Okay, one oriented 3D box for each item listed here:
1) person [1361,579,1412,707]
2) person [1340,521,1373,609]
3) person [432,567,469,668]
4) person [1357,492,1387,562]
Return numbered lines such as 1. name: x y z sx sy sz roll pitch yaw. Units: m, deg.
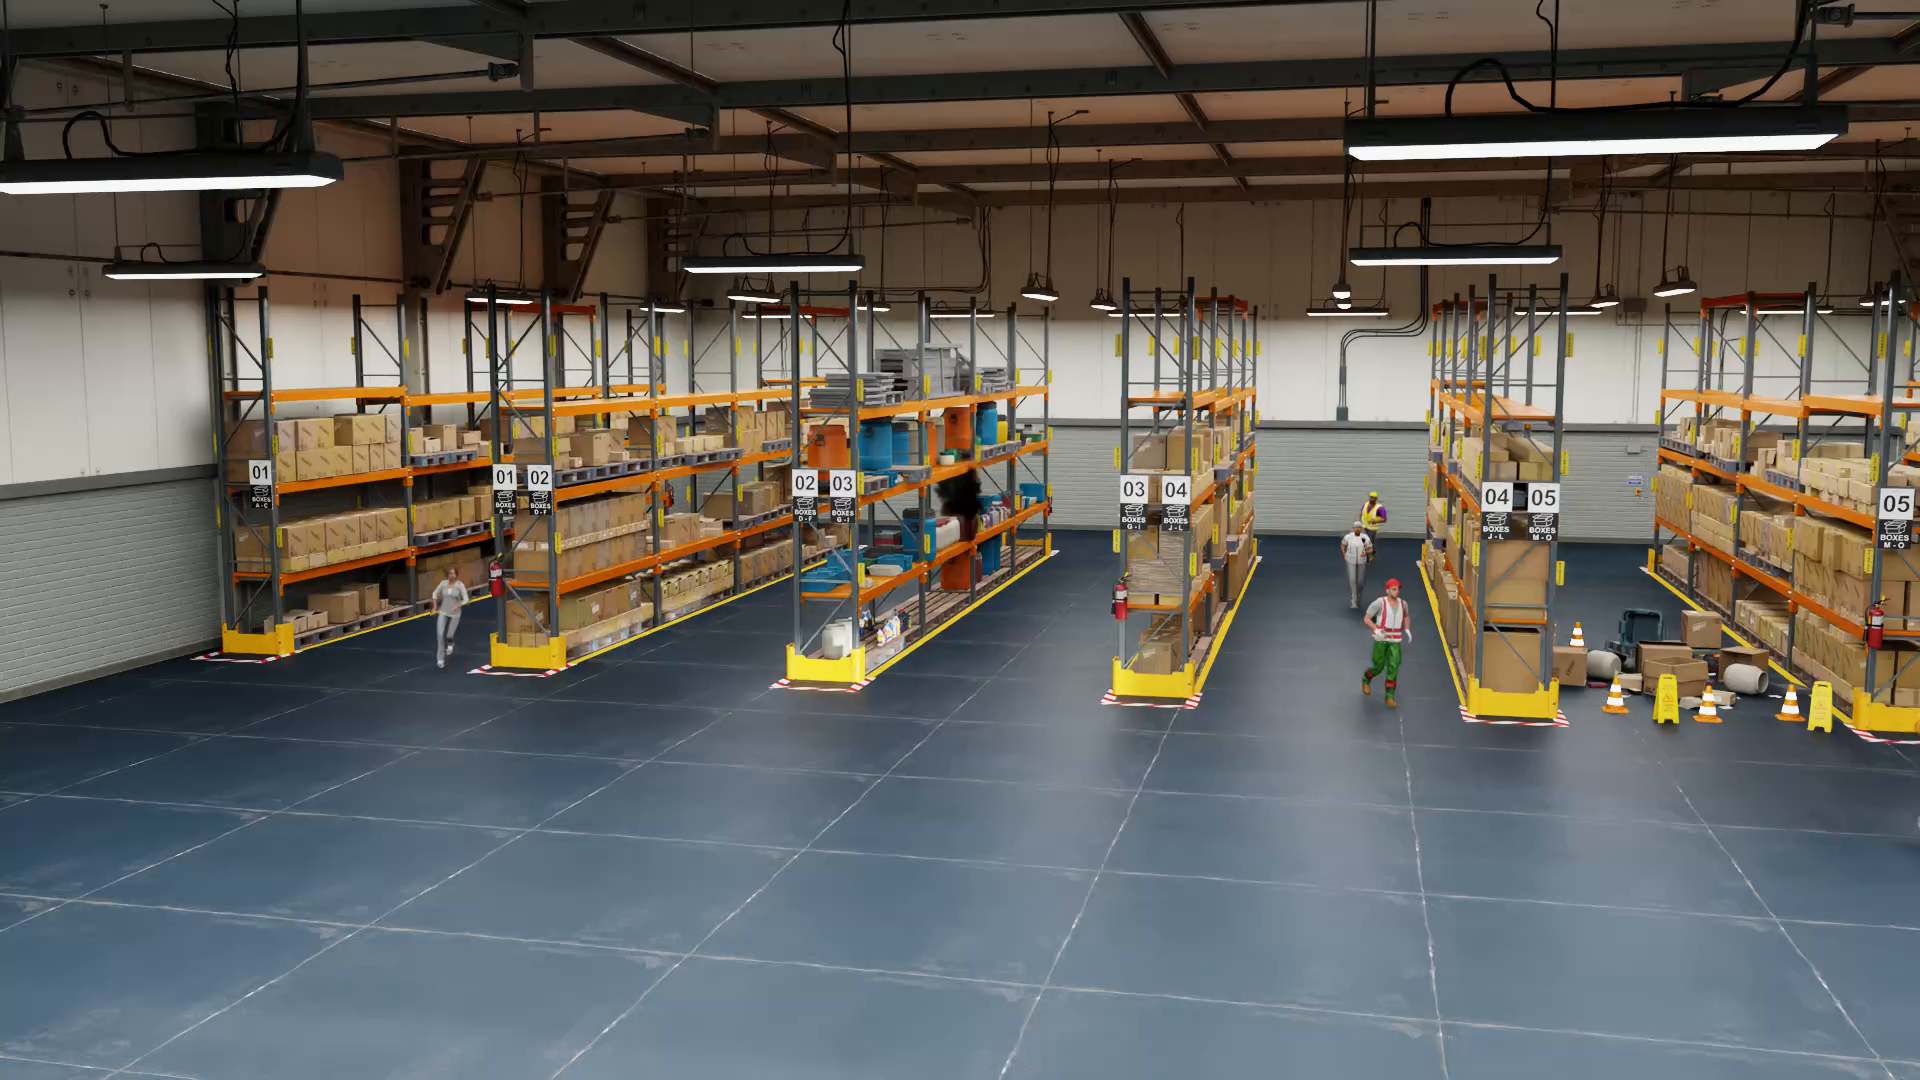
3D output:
1. person: 6.054 1.421 23.496 0.706 1.773 0.901 -1 7 -9
2. person: 7.713 0.463 32.329 0.617 1.668 0.802 1 7 10
3. person: -8.118 1.204 26.513 0.579 1.585 0.747 -1 7 -7
4. person: 9.502 -0.254 38.421 0.745 1.745 0.816 6 9 42
